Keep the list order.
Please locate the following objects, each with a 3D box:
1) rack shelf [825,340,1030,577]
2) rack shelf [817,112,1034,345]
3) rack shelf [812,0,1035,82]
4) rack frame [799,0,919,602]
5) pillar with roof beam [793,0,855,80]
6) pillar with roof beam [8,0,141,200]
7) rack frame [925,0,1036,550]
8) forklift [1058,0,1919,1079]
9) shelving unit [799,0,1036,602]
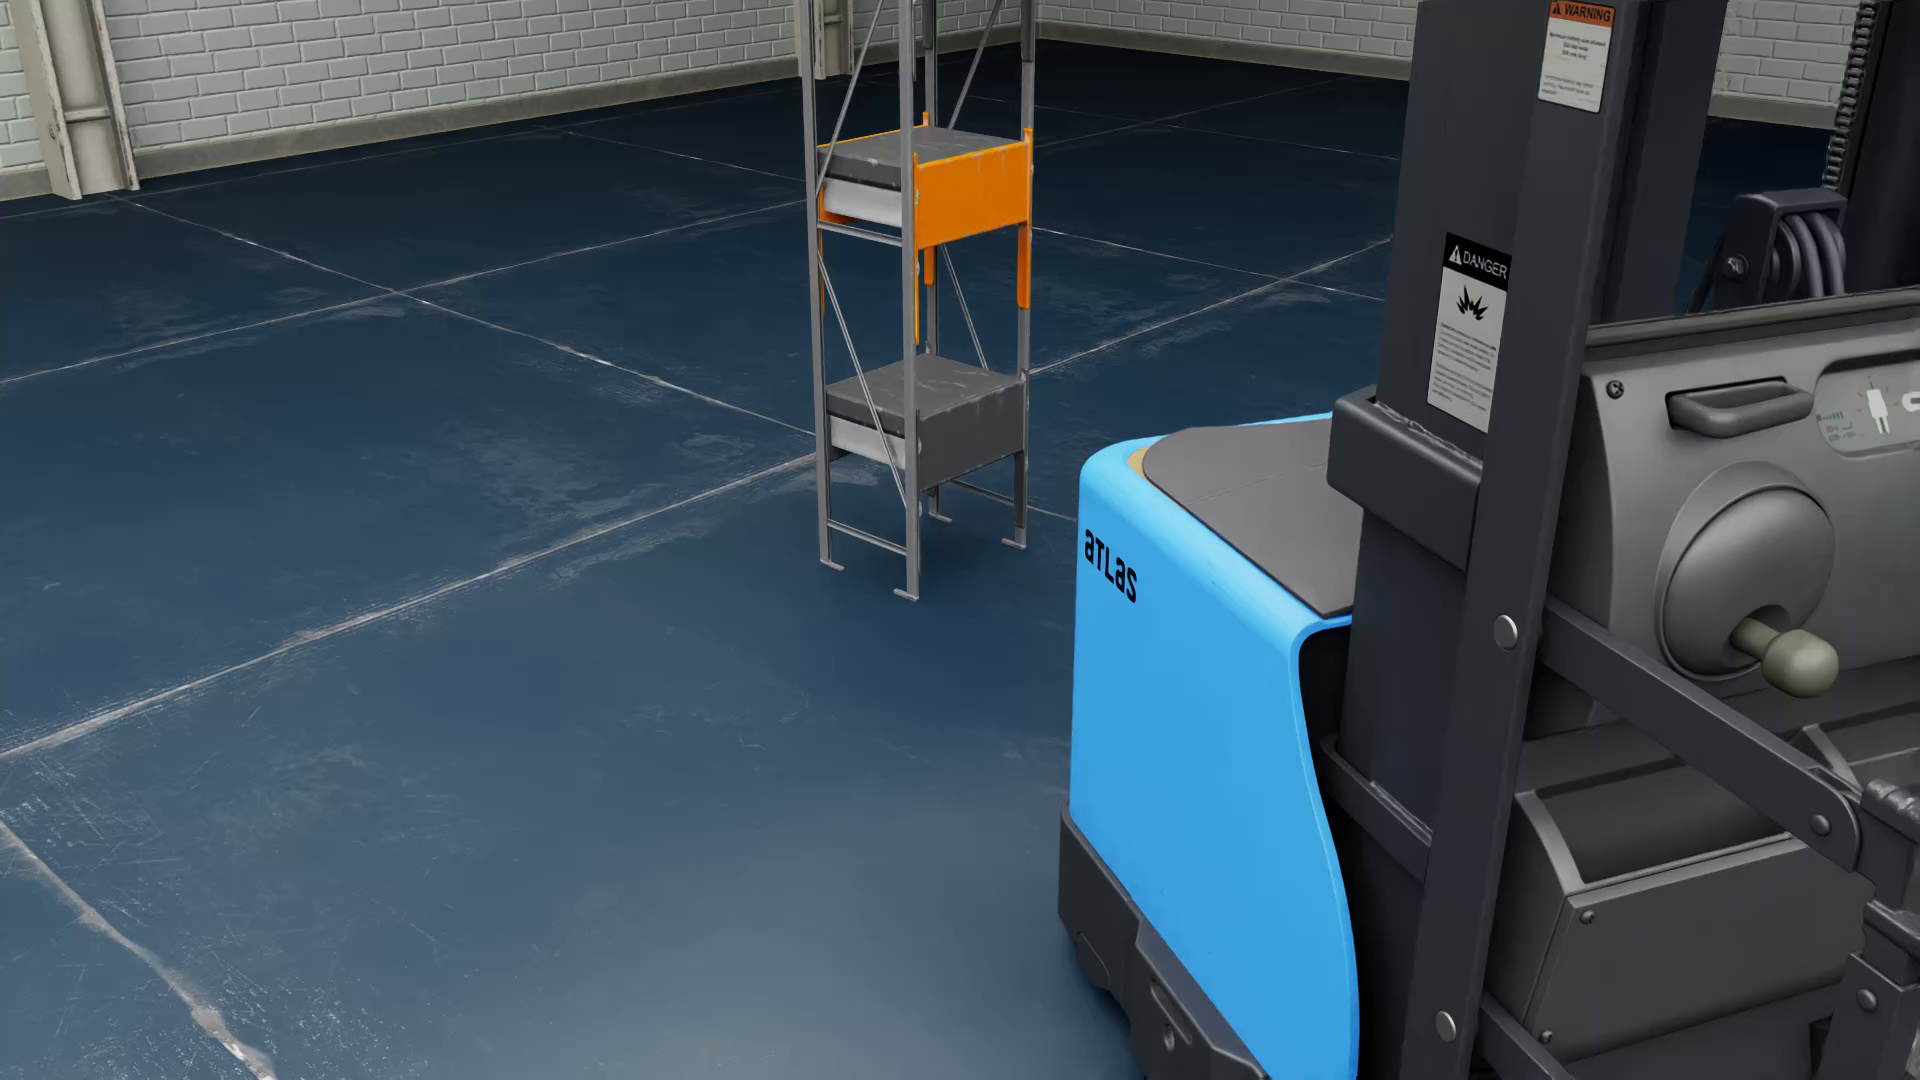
[{"bbox_3d":[-0.110,-0.256,5.000,0.431,0.518,0.480,20,31,38],"label":"rack shelf"},{"bbox_3d":[-0.110,-0.895,4.714,0.431,0.518,0.480,20,31,38],"label":"rack shelf"},{"bbox_3d":[-0.110,-1.534,4.427,0.431,0.518,0.480,20,31,38],"label":"rack shelf"},{"bbox_3d":[-0.273,-0.833,4.542,0.400,2.100,0.015,20,31,38],"label":"rack frame"},{"bbox_3d":[2.079,-6.834,9.492,9.100,9.000,0.400,20,31,38],"label":"pillar with roof beam"},{"bbox_3d":[-1.925,-5.006,5.415,9.100,9.000,0.400,20,31,38],"label":"pillar with roof beam"},{"bbox_3d":[0.052,-0.982,4.874,0.400,2.100,0.015,20,31,38],"label":"rack frame"},{"bbox_3d":[1.192,-0.036,1.747,1.130,2.935,3.031,-9,26,-19],"label":"forklift"},{"bbox_3d":[-0.110,-0.908,4.708,0.431,2.100,0.503,20,31,38],"label":"shelving unit"}]
